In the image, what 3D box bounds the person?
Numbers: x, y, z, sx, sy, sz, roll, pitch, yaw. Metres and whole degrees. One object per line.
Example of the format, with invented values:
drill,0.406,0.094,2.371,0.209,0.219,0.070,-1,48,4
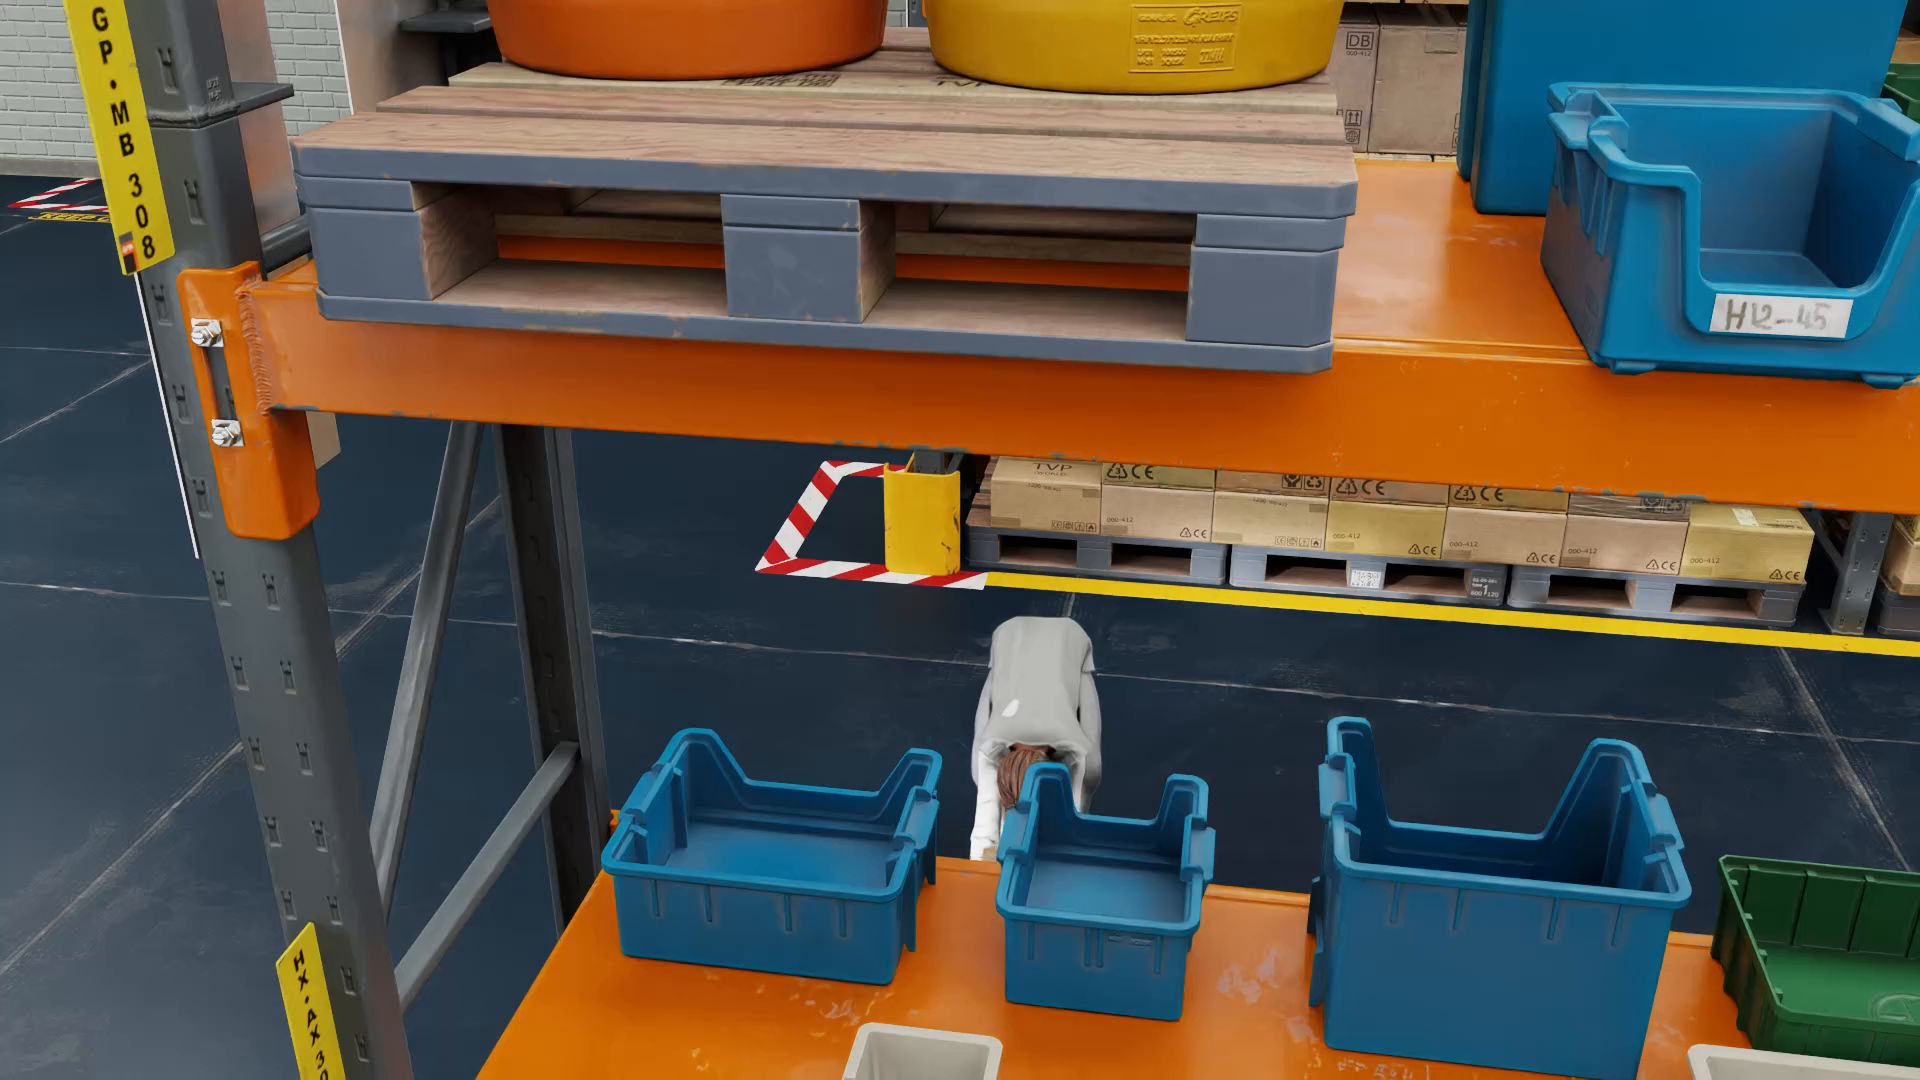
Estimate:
person,0.245,0.746,5.386,0.424,0.873,0.853,3,25,6
